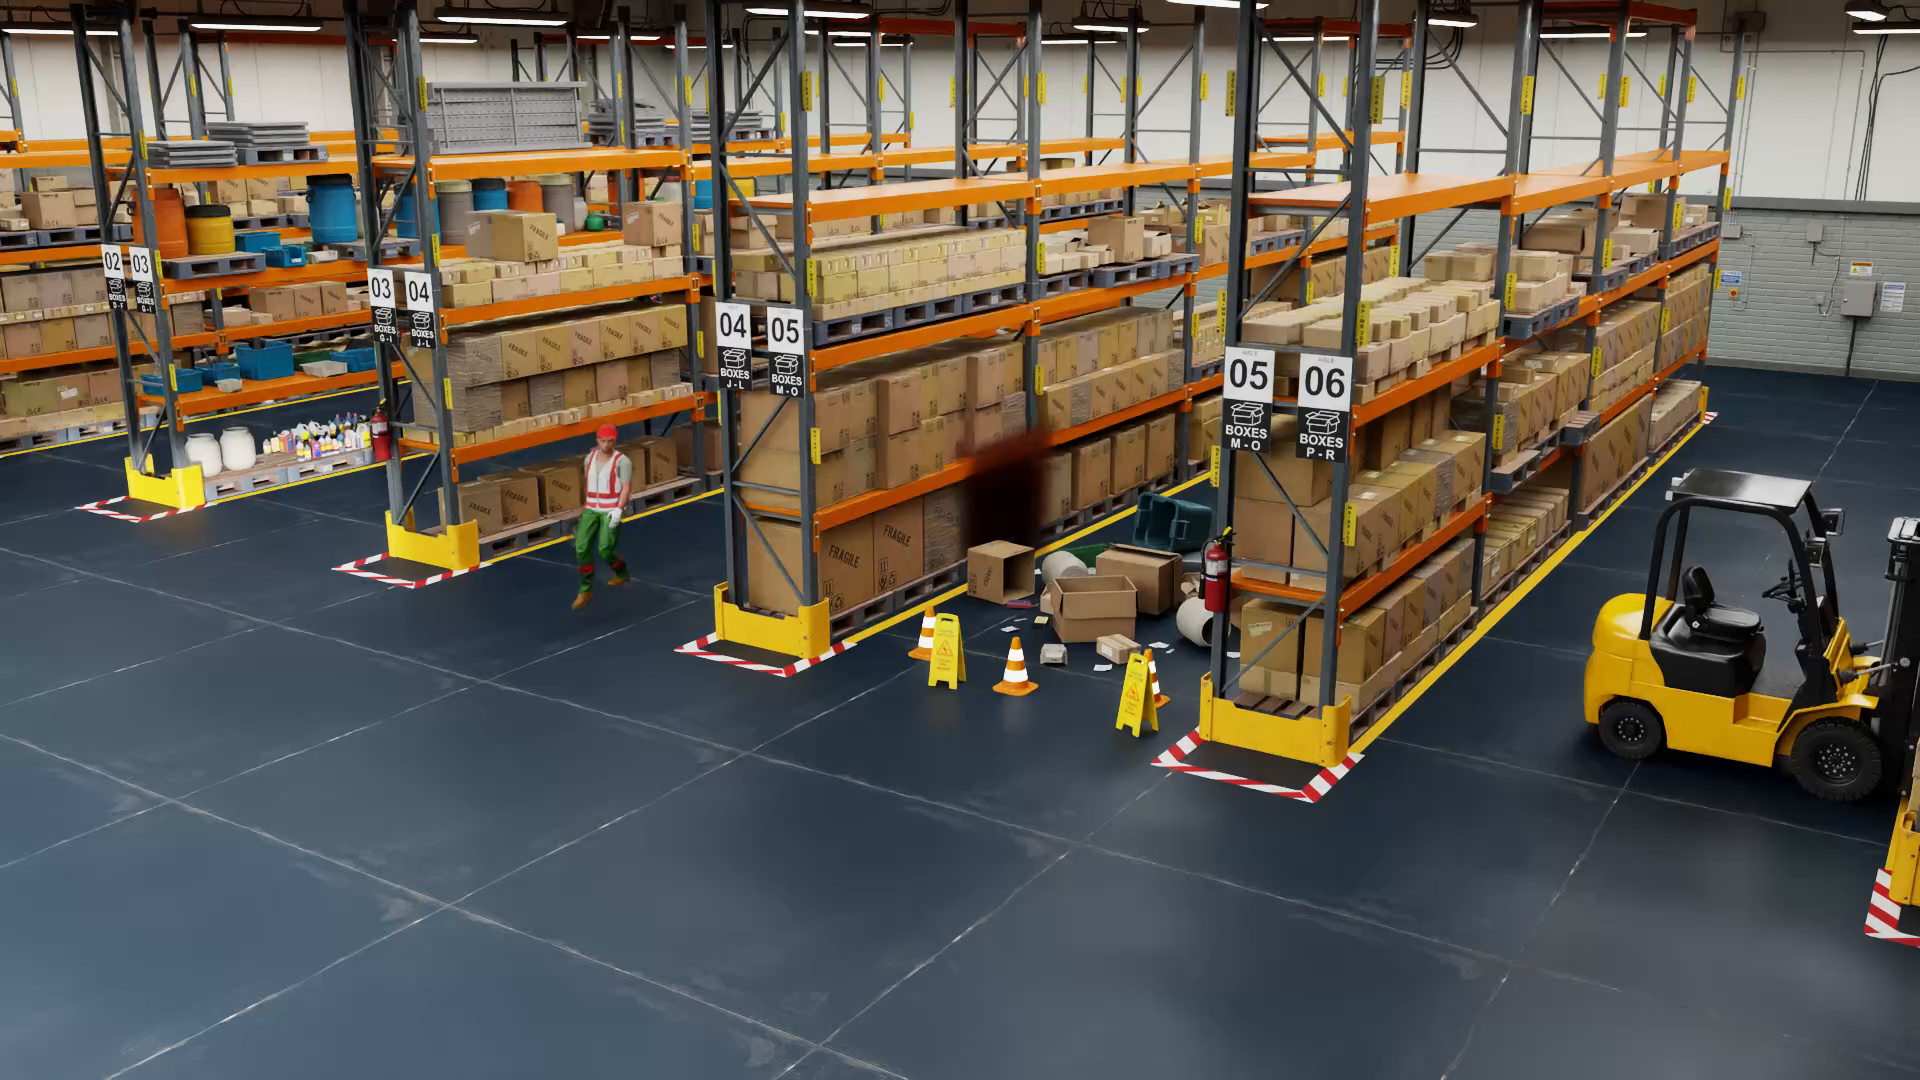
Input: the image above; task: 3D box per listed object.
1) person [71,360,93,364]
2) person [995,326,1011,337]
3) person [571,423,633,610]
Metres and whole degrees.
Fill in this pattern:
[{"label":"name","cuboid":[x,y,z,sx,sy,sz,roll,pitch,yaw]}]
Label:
[{"label":"person","cuboid":[-14.744,-3.263,27.992,0.469,1.537,0.980,2,16,7]},{"label":"person","cuboid":[0.768,-2.521,25.348,0.573,1.581,0.728,14,20,40]},{"label":"person","cuboid":[-3.532,-0.237,16.254,0.563,1.764,0.676,5,16,17]}]
